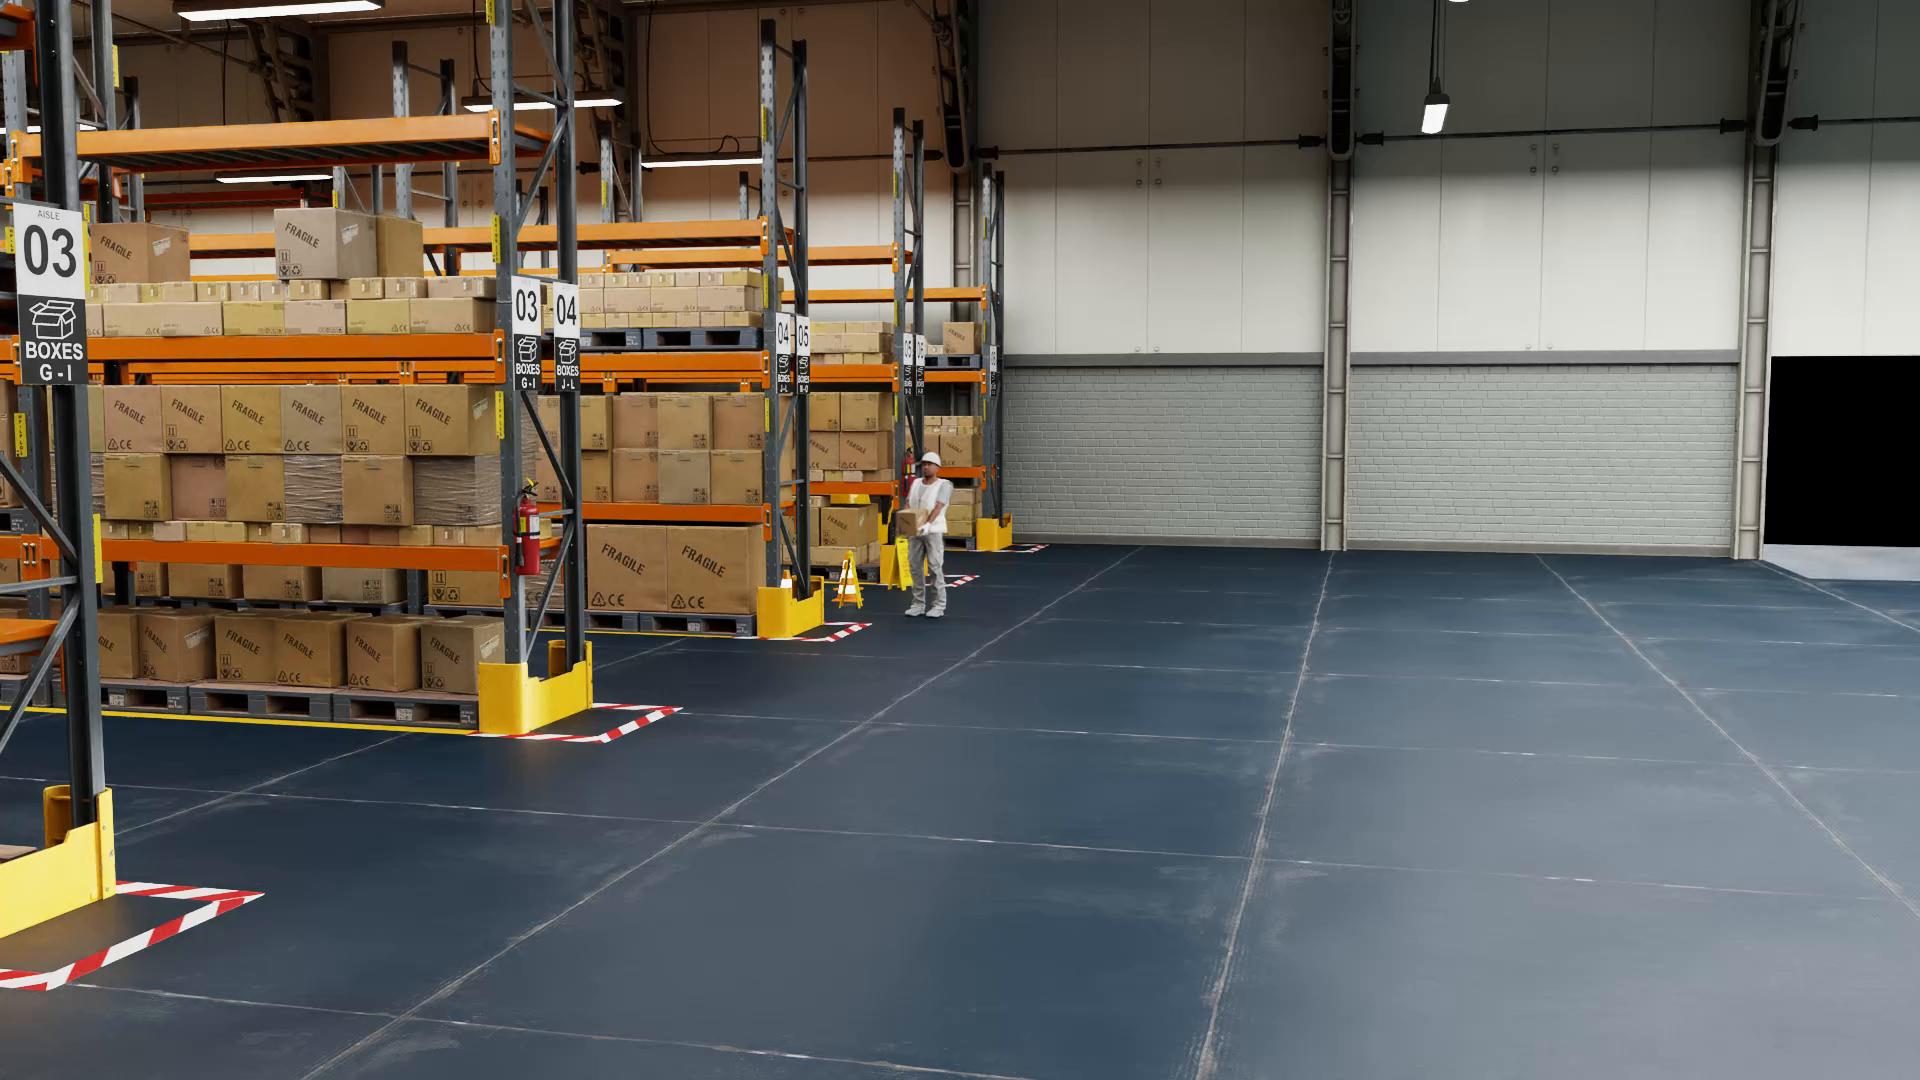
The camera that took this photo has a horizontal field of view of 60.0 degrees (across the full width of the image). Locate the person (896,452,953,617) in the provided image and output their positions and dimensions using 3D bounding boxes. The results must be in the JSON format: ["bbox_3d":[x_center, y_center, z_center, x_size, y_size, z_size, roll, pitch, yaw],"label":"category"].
[{"bbox_3d":[-0.400,-0.053,17.996,0.494,1.782,0.579,3,6,32],"label":"person"}]
